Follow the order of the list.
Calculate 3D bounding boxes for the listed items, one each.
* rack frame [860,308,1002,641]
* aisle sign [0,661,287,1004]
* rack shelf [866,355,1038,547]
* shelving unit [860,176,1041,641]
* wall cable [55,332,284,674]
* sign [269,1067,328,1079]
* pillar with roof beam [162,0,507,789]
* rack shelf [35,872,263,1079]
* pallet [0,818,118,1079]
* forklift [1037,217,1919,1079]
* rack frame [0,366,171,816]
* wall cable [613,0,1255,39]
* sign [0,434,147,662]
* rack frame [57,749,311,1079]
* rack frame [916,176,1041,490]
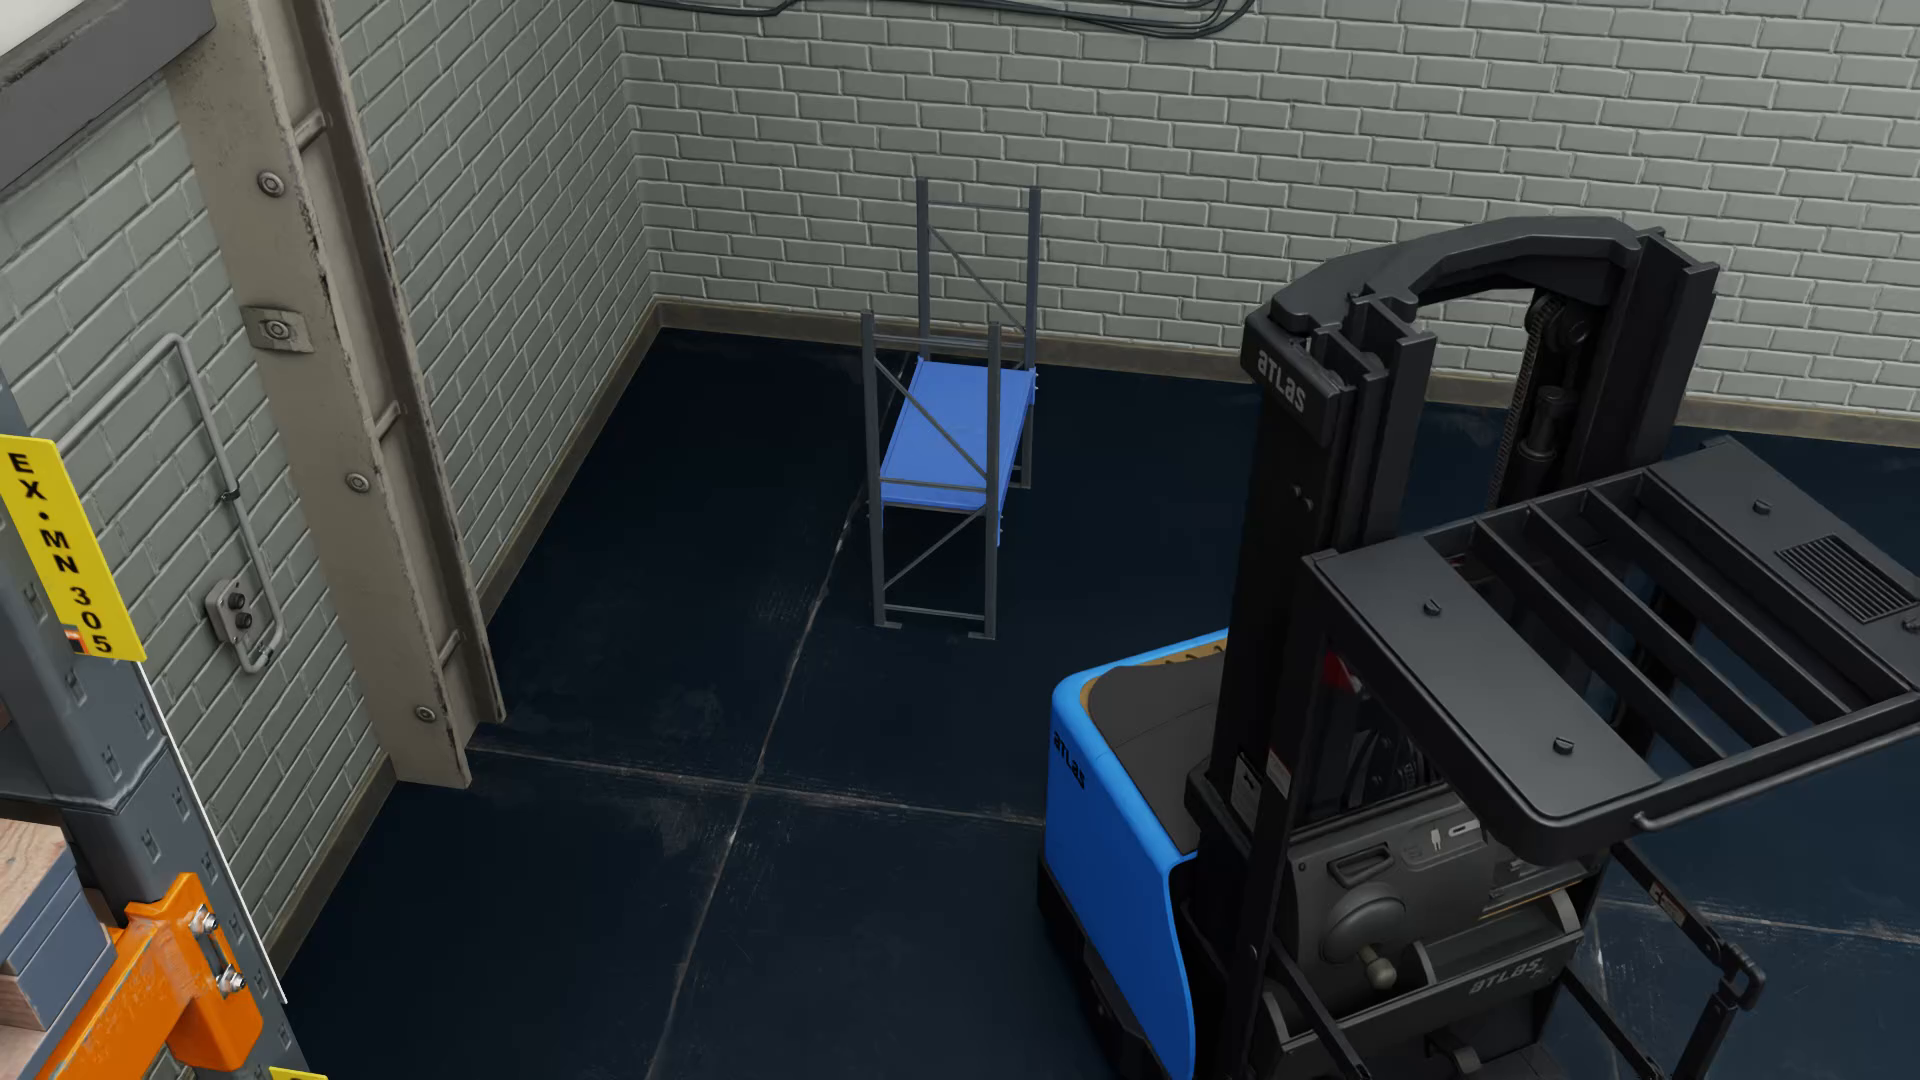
[{"bbox_3d":[-0.103,-0.205,6.321,0.500,1.500,0.032,6,40,8],"label":"rack frame"},{"bbox_3d":[-1.246,0.398,2.374,0.394,0.787,0.004,6,40,8],"label":"aisle sign"},{"bbox_3d":[-0.015,-0.386,6.822,0.538,0.185,1.000,6,40,8],"label":"rack shelf"},{"bbox_3d":[-0.015,-0.524,6.707,0.538,1.500,1.048,6,40,8],"label":"shelving unit"},{"bbox_3d":[-2.264,0.113,3.962,0.084,1.984,1.851,6,40,8],"label":"wall cable"},{"bbox_3d":[-1.022,0.943,2.660,0.100,0.325,0.005,6,40,8],"label":"sign"},{"bbox_3d":[2.301,-2.215,2.867,9.100,9.000,0.400,6,40,8],"label":"pillar with roof beam"},{"bbox_3d":[-1.900,1.789,0.943,1.077,0.370,4.000,6,40,8],"label":"rack shelf"},{"bbox_3d":[-1.672,0.757,1.696,1.003,0.211,1.213,6,40,8],"label":"pallet"},{"bbox_3d":[1.294,0.872,3.895,1.130,2.935,3.031,-15,42,-17],"label":"forklift"},{"bbox_3d":[-1.554,-0.900,1.276,1.000,3.000,0.127,6,40,8],"label":"rack frame"},{"bbox_3d":[-0.223,-3.213,6.511,3.097,2.526,0.112,6,40,8],"label":"wall cable"},{"bbox_3d":[-1.022,0.014,1.892,0.100,0.325,0.005,6,40,8],"label":"sign"},{"bbox_3d":[-1.554,1.412,3.188,1.000,3.000,0.127,6,40,8],"label":"rack frame"},{"bbox_3d":[0.073,-0.844,7.093,0.500,1.500,0.032,6,40,8],"label":"rack frame"}]
